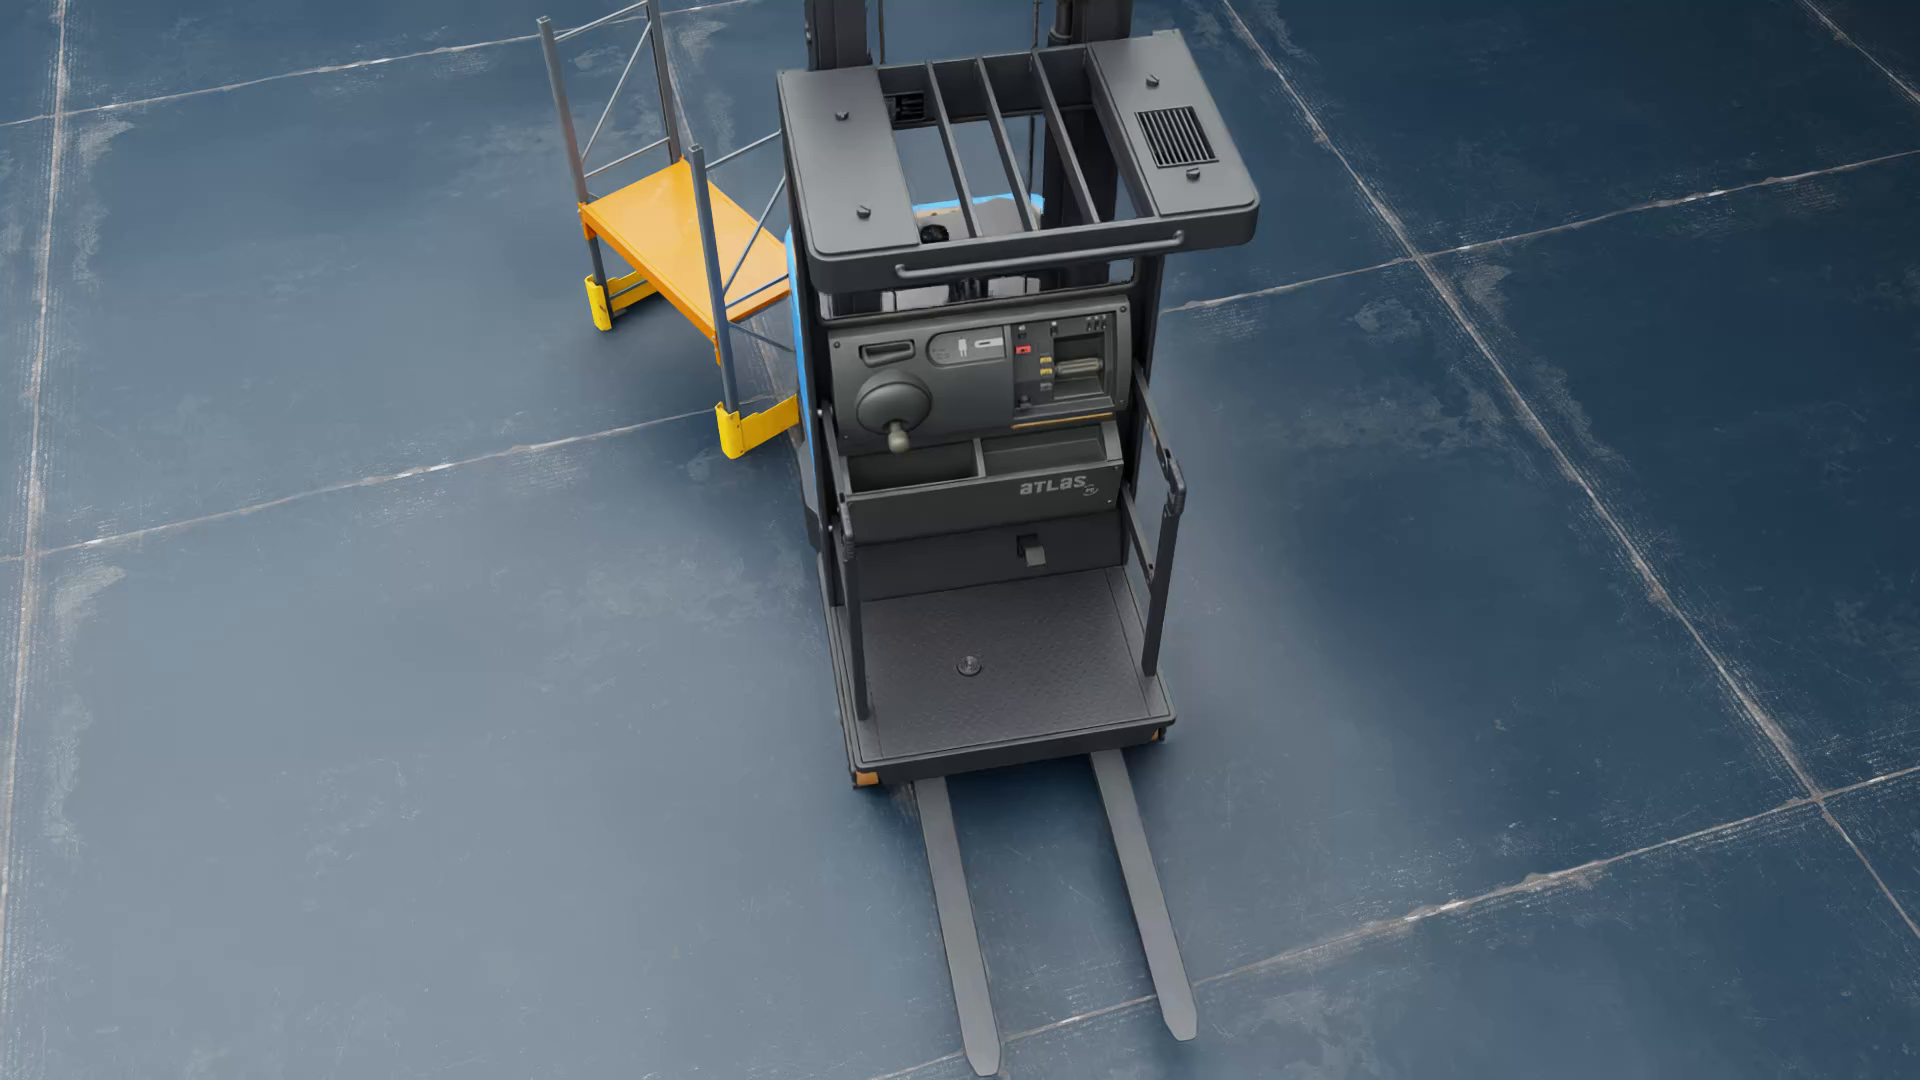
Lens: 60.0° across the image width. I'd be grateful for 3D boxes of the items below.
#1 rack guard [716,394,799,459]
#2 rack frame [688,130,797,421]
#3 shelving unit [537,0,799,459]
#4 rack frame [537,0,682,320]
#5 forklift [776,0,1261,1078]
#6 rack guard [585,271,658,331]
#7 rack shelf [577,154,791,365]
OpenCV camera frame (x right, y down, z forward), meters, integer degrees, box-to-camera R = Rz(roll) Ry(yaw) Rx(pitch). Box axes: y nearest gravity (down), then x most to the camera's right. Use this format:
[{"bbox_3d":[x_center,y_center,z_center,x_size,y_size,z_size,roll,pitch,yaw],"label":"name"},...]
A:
[{"bbox_3d":[-0.735,-0.574,6.860,0.587,0.250,0.087,-32,57,-24],"label":"rack guard"},{"bbox_3d":[-0.734,-0.976,6.382,0.500,1.500,0.032,-32,57,-24],"label":"rack frame"},{"bbox_3d":[-1.053,-1.270,6.630,0.587,1.500,1.083,-32,57,-24],"label":"shelving unit"},{"bbox_3d":[-1.382,-1.575,6.887,0.500,1.500,0.032,-32,57,-24],"label":"rack frame"},{"bbox_3d":[0.110,-0.399,4.959,1.130,2.935,3.031,-8,50,-7],"label":"forklift"},{"bbox_3d":[-1.370,-1.161,7.355,0.587,0.250,0.087,-32,57,-24],"label":"rack guard"},{"bbox_3d":[-1.058,-1.160,6.772,0.538,0.185,1.000,-32,57,-24],"label":"rack shelf"}]
